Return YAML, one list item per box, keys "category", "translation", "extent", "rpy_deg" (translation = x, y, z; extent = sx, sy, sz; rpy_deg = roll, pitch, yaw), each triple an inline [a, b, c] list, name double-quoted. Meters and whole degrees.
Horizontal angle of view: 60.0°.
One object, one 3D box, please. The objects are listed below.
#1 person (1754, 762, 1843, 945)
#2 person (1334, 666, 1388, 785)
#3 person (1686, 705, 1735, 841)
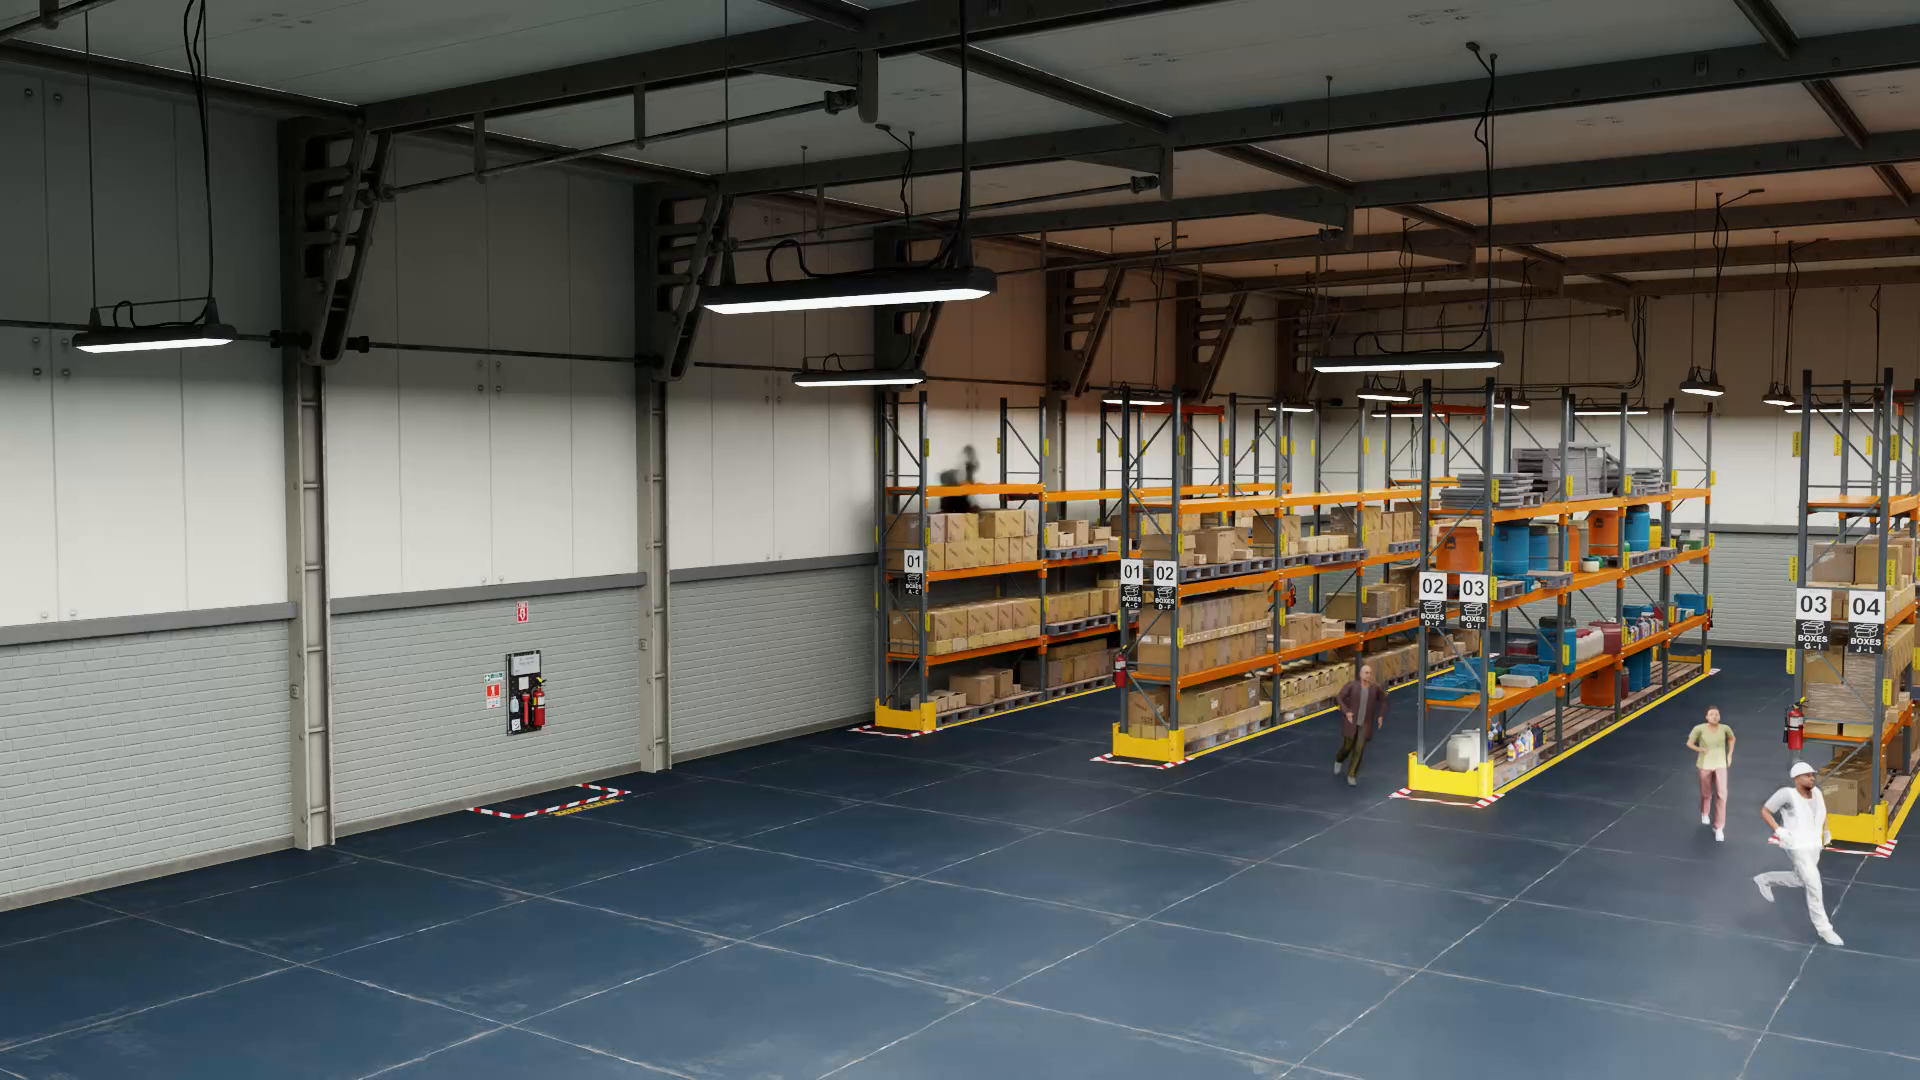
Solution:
- category: "person"
  translation: [8.707, 3.179, 17.235]
  extent: [0.651, 1.774, 1.130]
  rpy_deg: [-2, 4, -27]
- category: "person"
  translation: [6.036, 2.747, 24.961]
  extent: [0.767, 1.744, 0.846]
  rpy_deg: [0, 3, 5]
- category: "person"
  translation: [9.744, 2.973, 21.582]
  extent: [0.604, 1.686, 0.930]
  rpy_deg: [1, 3, 17]
